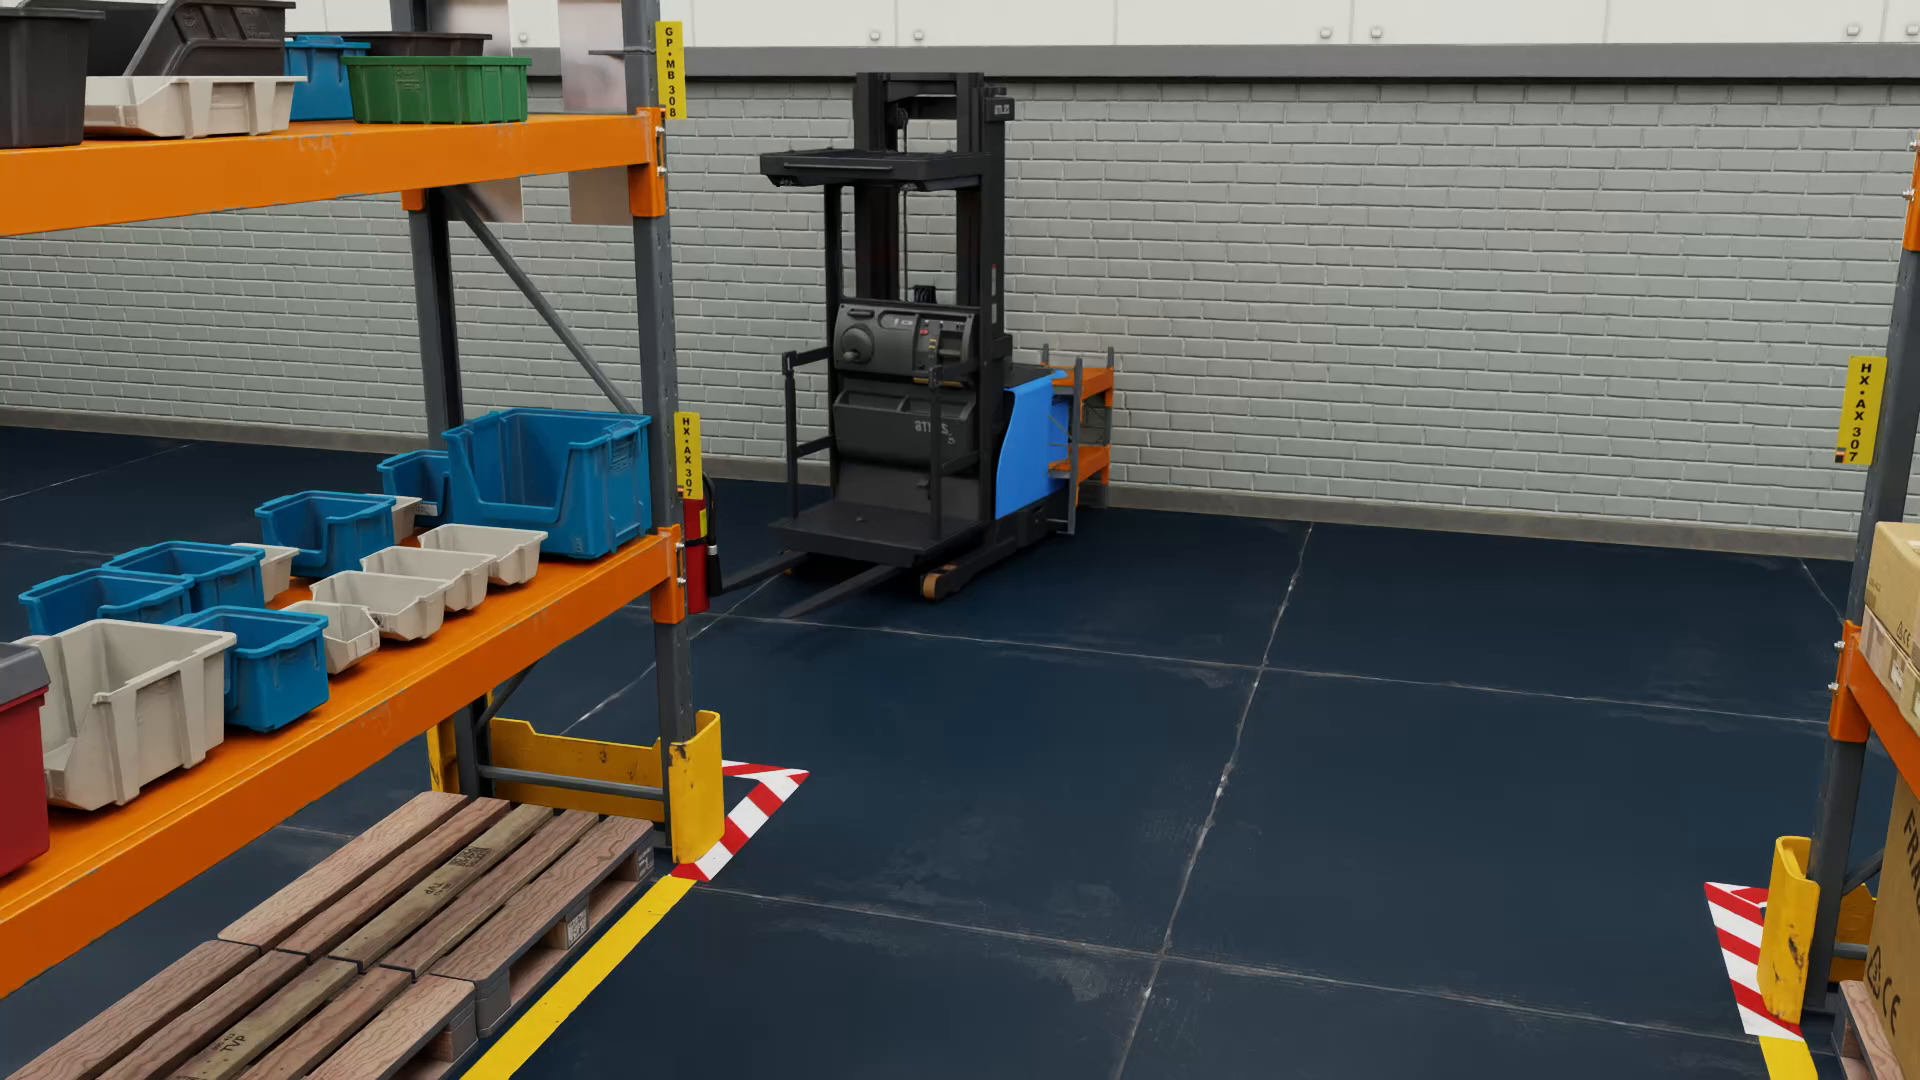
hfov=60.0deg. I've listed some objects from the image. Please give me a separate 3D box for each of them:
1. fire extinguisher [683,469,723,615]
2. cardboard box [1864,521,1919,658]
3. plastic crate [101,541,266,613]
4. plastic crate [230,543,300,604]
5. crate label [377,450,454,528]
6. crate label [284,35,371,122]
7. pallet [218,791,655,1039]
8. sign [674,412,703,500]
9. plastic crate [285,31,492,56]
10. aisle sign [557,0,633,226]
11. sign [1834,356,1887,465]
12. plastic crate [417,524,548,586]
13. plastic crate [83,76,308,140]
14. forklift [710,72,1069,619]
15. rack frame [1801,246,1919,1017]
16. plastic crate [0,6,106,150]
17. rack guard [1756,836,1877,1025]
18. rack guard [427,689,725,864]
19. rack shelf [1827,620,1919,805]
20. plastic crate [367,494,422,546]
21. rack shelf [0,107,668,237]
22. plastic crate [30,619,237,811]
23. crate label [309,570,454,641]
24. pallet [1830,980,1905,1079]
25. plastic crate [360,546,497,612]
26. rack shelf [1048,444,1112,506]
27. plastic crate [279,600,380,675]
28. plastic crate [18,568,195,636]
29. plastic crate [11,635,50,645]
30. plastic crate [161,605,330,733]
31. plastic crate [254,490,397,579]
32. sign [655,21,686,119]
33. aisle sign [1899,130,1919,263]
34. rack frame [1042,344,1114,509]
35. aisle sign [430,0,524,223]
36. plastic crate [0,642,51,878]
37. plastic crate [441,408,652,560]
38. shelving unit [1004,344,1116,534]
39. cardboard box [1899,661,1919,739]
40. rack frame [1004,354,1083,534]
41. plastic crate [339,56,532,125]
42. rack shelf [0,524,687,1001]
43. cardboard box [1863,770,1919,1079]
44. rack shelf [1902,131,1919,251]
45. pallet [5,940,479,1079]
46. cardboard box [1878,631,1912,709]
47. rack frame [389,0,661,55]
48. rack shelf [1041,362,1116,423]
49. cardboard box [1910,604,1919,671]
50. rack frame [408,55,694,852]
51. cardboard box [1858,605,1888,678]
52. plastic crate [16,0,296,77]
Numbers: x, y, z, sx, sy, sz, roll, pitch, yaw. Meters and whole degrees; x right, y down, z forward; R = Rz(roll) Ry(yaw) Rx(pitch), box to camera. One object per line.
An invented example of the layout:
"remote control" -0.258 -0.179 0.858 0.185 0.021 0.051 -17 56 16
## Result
"fire extinguisher" -1.054 -0.058 6.361 0.296 0.674 0.183 5 16 16
"cardboard box" 2.821 0.148 4.542 0.500 0.250 0.500 4 16 14
"plastic crate" -2.292 0.165 4.947 0.416 0.233 0.300 5 16 16
"plastic crate" -2.282 0.122 5.276 0.250 0.136 0.298 5 16 16
"crate label" -1.918 -0.179 6.162 0.416 0.233 0.303 5 16 16
"crate label" -2.105 -1.425 5.133 0.408 0.251 0.502 5 16 16
"pallet" -1.804 1.284 5.915 1.003 0.211 1.213 5 16 16
"sign" -1.000 -0.310 6.127 0.100 0.325 0.005 5 16 16
"plastic crate" -1.909 -1.571 5.615 0.497 0.269 0.590 5 16 16
"aisle sign" -1.231 -1.517 5.917 0.394 0.787 0.004 5 16 16
"sign" 2.686 -0.385 4.959 0.100 0.325 0.005 5 16 16
"plastic crate" -1.591 0.055 5.511 0.396 0.136 0.243 5 16 16
"plastic crate" -1.882 -1.027 3.938 0.437 0.136 0.530 5 16 16
"forklift" -0.439 -1.197 9.677 1.130 2.935 3.031 9 18 28
"rack frame" 3.216 0.114 4.931 1.000 3.000 0.127 5 16 16
"plastic crate" -2.053 -0.908 3.275 0.497 0.269 0.590 5 16 16
"rack guard" 3.223 1.310 5.294 1.175 0.500 0.348 5 16 16
"rack guard" -1.538 0.925 6.652 1.175 0.500 0.348 5 16 16
"rack shelf" 2.648 0.983 3.184 1.077 0.370 4.000 5 16 16
"plastic crate" -2.089 -0.056 5.902 0.250 0.136 0.298 5 16 16
"rack shelf" -2.101 -0.844 4.129 1.077 0.370 4.000 5 16 16
"plastic crate" -2.059 0.419 3.961 0.437 0.282 0.530 5 16 16
"crate label" -1.743 0.205 4.984 0.396 0.136 0.243 5 16 16
"pallet" 3.064 1.671 4.552 1.003 0.211 1.213 5 16 16
"plastic crate" -1.687 0.130 5.248 0.396 0.136 0.243 5 16 16
"rack shelf" 0.648 -0.461 11.130 0.538 0.278 1.000 5 12 16
"plastic crate" -1.809 0.284 4.706 0.298 0.136 0.250 5 16 16
"plastic crate" -2.378 0.244 4.671 0.416 0.233 0.300 5 16 16
"plastic crate" -2.463 0.395 4.312 0.293 0.136 0.466 5 16 16
"plastic crate" -1.870 0.339 4.335 0.416 0.233 0.300 5 16 16
"plastic crate" -2.105 -0.007 5.555 0.416 0.233 0.300 5 16 16
"sign" -1.000 -1.624 5.754 0.100 0.325 0.005 5 16 16
"aisle sign" 2.949 -1.179 4.724 0.394 0.787 0.004 5 16 16
"rack frame" 0.801 -0.790 11.562 0.500 1.125 0.032 5 12 16
"aisle sign" -1.797 -1.563 6.078 0.394 0.787 0.004 5 16 16
"plastic crate" -2.175 0.503 3.333 0.402 0.464 0.583 5 16 16
"plastic crate" -1.449 -0.214 5.912 0.616 0.435 0.499 5 16 16
"shelving unit" 0.656 -0.701 11.083 0.538 1.125 1.048 5 12 16
"cardboard box" 2.655 0.436 4.255 0.380 0.149 0.250 4 16 15
"rack frame" 0.511 -0.611 10.604 0.500 1.125 0.032 5 12 16
"plastic crate" -1.539 -1.331 4.917 0.450 0.188 0.336 5 16 16
"rack shelf" -2.101 0.599 4.538 1.077 0.370 4.000 5 16 16
"cardboard box" 3.111 1.108 4.551 0.875 0.875 0.875 5 16 16
"rack shelf" 2.648 -0.460 2.775 1.077 0.370 4.000 5 16 16
"pallet" -2.153 1.602 4.794 1.003 0.211 1.213 5 16 16
"cardboard box" 2.727 0.369 4.491 0.380 0.149 0.250 4 16 15
"rack frame" -1.532 -3.156 5.466 1.000 3.000 0.127 5 16 16
"rack shelf" 0.666 -0.988 11.026 0.538 0.278 1.000 5 12 16
"cardboard box" 2.680 0.284 4.060 0.500 0.250 0.500 4 16 15
"rack frame" -1.532 -0.270 6.285 1.000 3.000 0.127 5 16 16
"cardboard box" 2.799 0.302 4.728 0.380 0.149 0.250 5 17 17
"plastic crate" -2.230 -1.305 4.550 0.504 0.338 0.767 5 16 16
